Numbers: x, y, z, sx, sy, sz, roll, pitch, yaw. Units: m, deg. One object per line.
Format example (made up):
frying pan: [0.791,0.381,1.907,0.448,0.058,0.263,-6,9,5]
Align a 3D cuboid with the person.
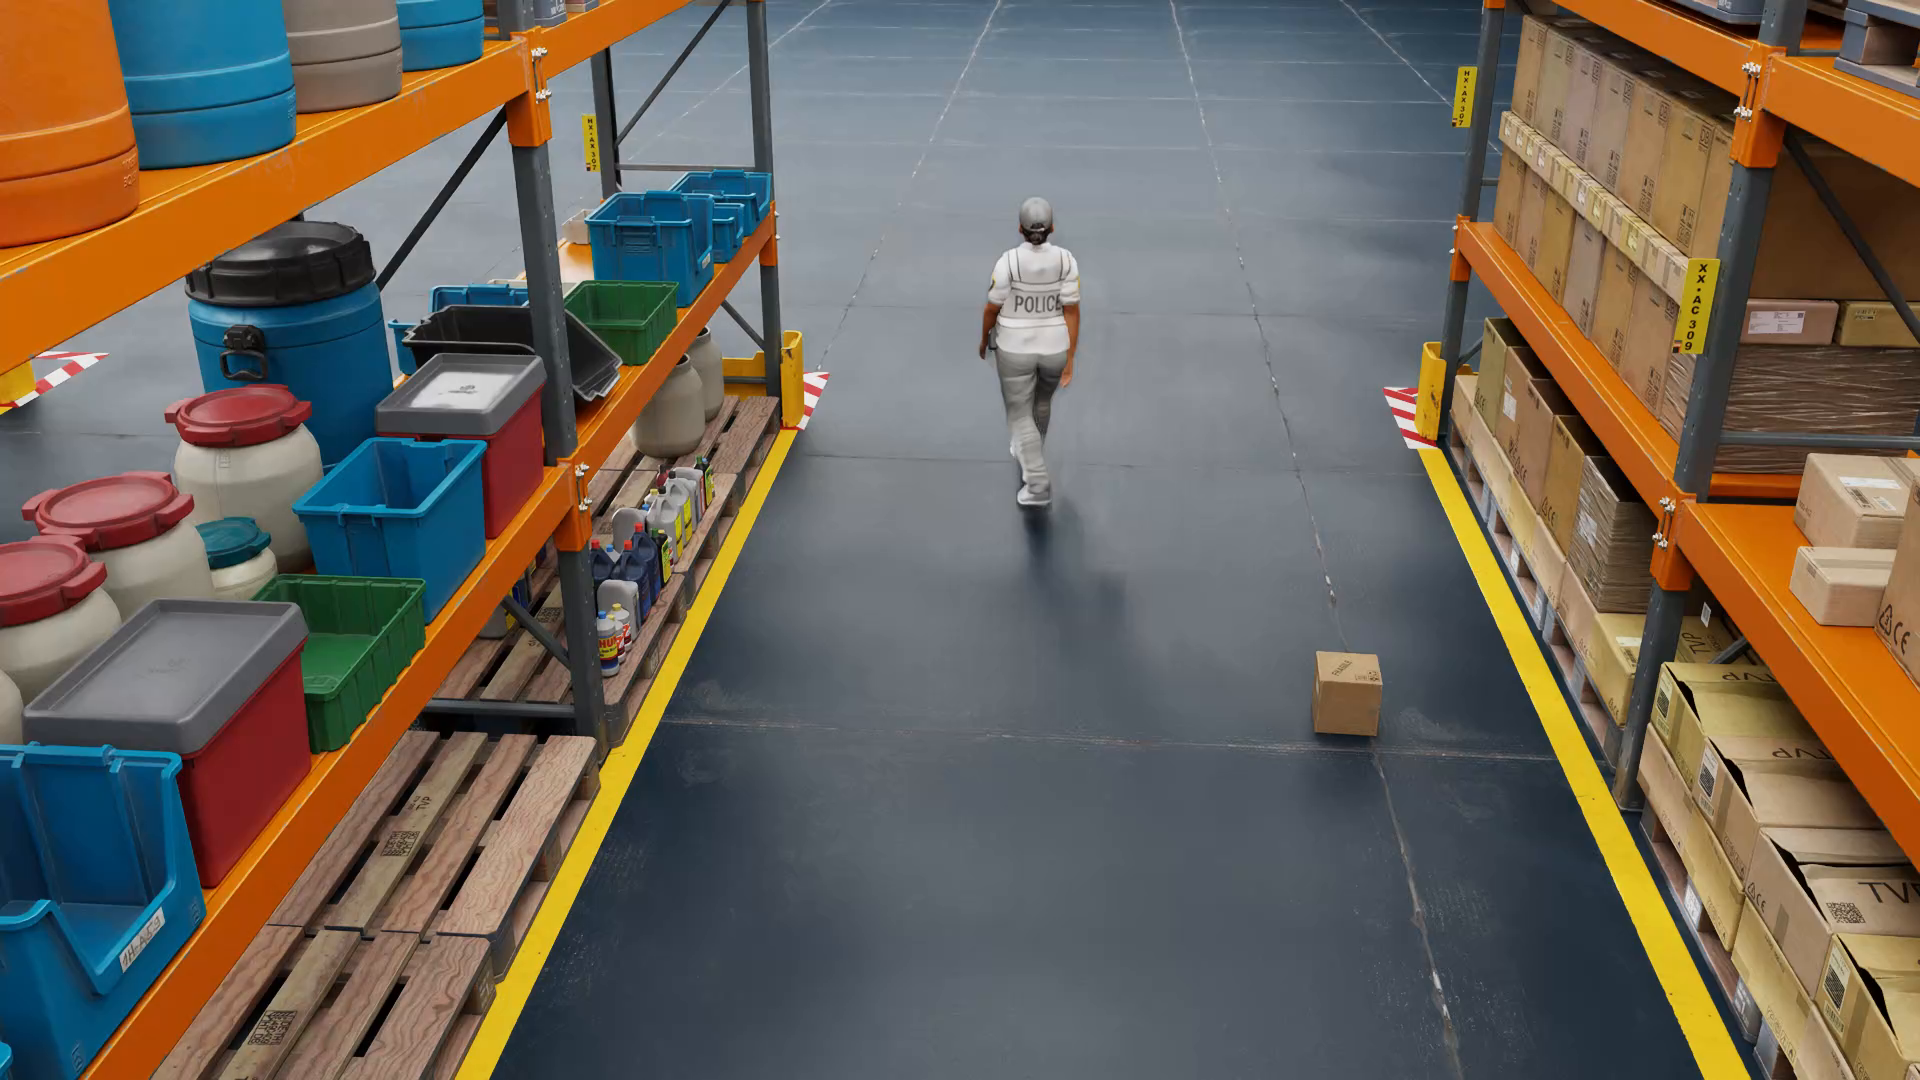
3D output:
person: [0.358,-1.026,8.827,0.478,1.610,0.999,-8,26,-16]
